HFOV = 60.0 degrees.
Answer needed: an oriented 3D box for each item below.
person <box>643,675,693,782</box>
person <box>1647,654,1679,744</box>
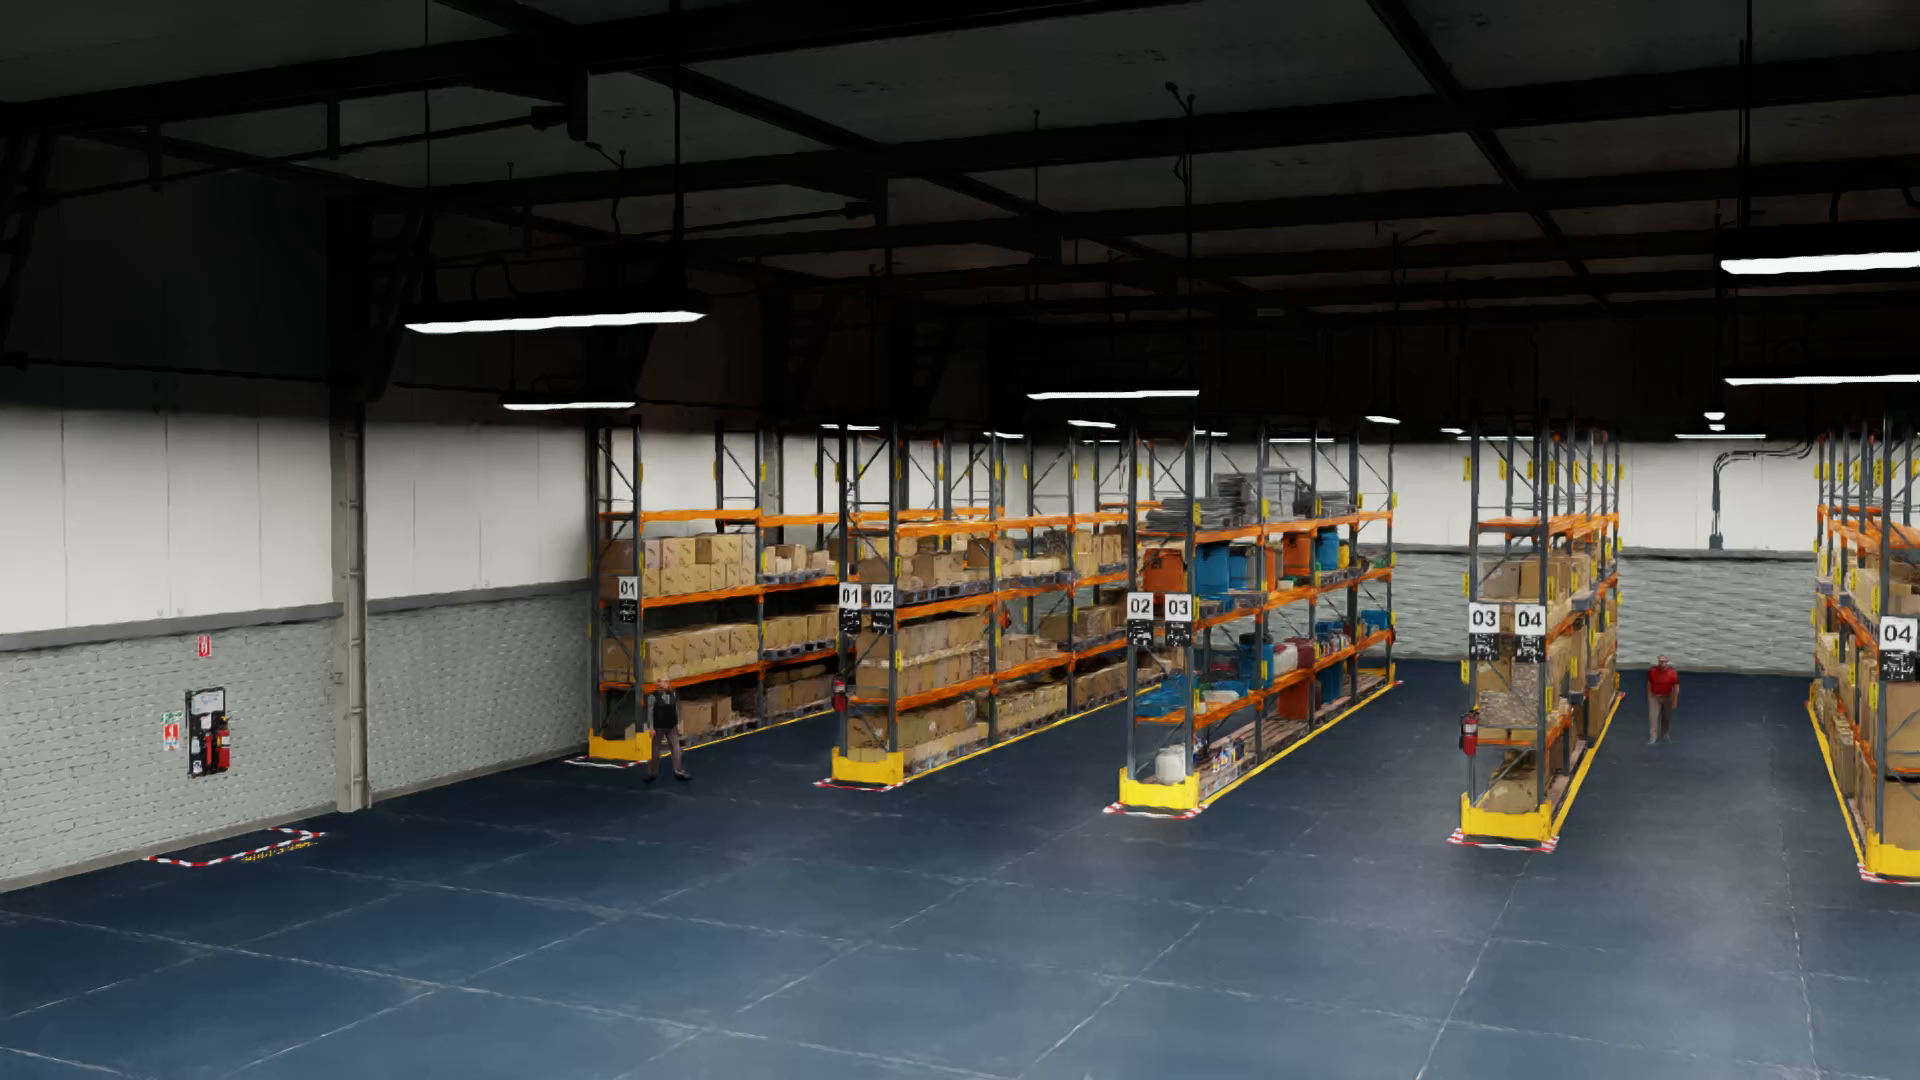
[{"bbox_3d":[-4.732,3.028,26.781,0.723,1.715,0.528,-1,3,-32],"label":"person"},{"bbox_3d":[12.884,2.901,30.494,0.541,1.642,1.116,1,3,23],"label":"person"}]
